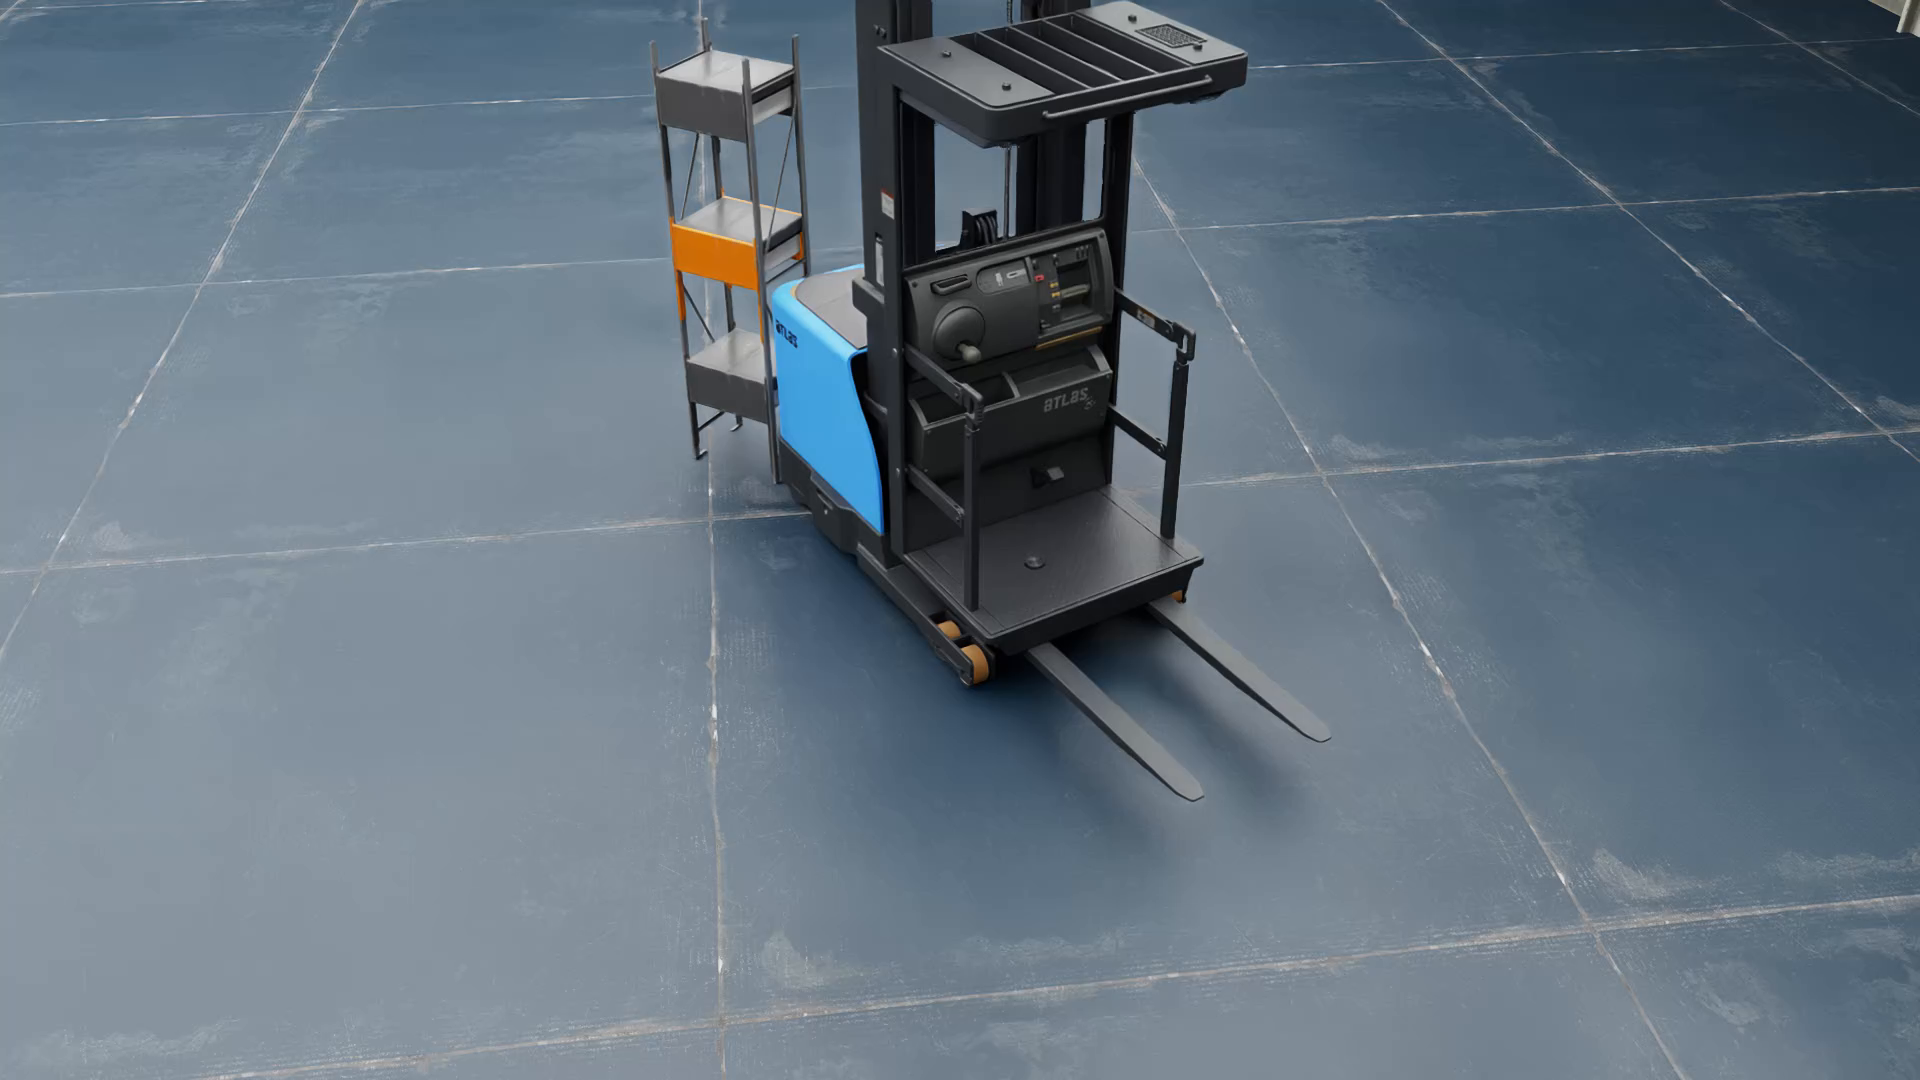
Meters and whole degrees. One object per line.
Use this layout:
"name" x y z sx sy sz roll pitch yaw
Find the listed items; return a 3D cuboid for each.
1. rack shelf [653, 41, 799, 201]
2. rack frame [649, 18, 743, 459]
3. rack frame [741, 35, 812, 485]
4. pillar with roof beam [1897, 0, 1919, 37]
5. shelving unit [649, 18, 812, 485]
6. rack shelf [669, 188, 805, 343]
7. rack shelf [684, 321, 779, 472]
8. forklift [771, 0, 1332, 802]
"rack shelf" -1.022 -1.872 7.412 0.480 0.518 0.431 18 38 24
"rack frame" -1.233 -1.372 7.898 0.015 2.100 0.400 18 38 24
"rack frame" -0.809 -1.237 7.697 0.015 2.100 0.400 18 38 24
"pillar with roof beam" 3.838 -7.606 10.920 9.100 9.000 0.400 -4 35 -6
"shelving unit" -1.021 -1.304 7.798 0.503 2.100 0.431 18 38 24
"rack shelf" -1.021 -1.293 7.805 0.480 0.518 0.431 18 38 24
"rack shelf" -1.020 -0.714 8.198 0.480 0.518 0.431 18 38 24
"forklift" 0.327 -0.913 6.487 1.130 2.935 3.031 -19 39 -26
